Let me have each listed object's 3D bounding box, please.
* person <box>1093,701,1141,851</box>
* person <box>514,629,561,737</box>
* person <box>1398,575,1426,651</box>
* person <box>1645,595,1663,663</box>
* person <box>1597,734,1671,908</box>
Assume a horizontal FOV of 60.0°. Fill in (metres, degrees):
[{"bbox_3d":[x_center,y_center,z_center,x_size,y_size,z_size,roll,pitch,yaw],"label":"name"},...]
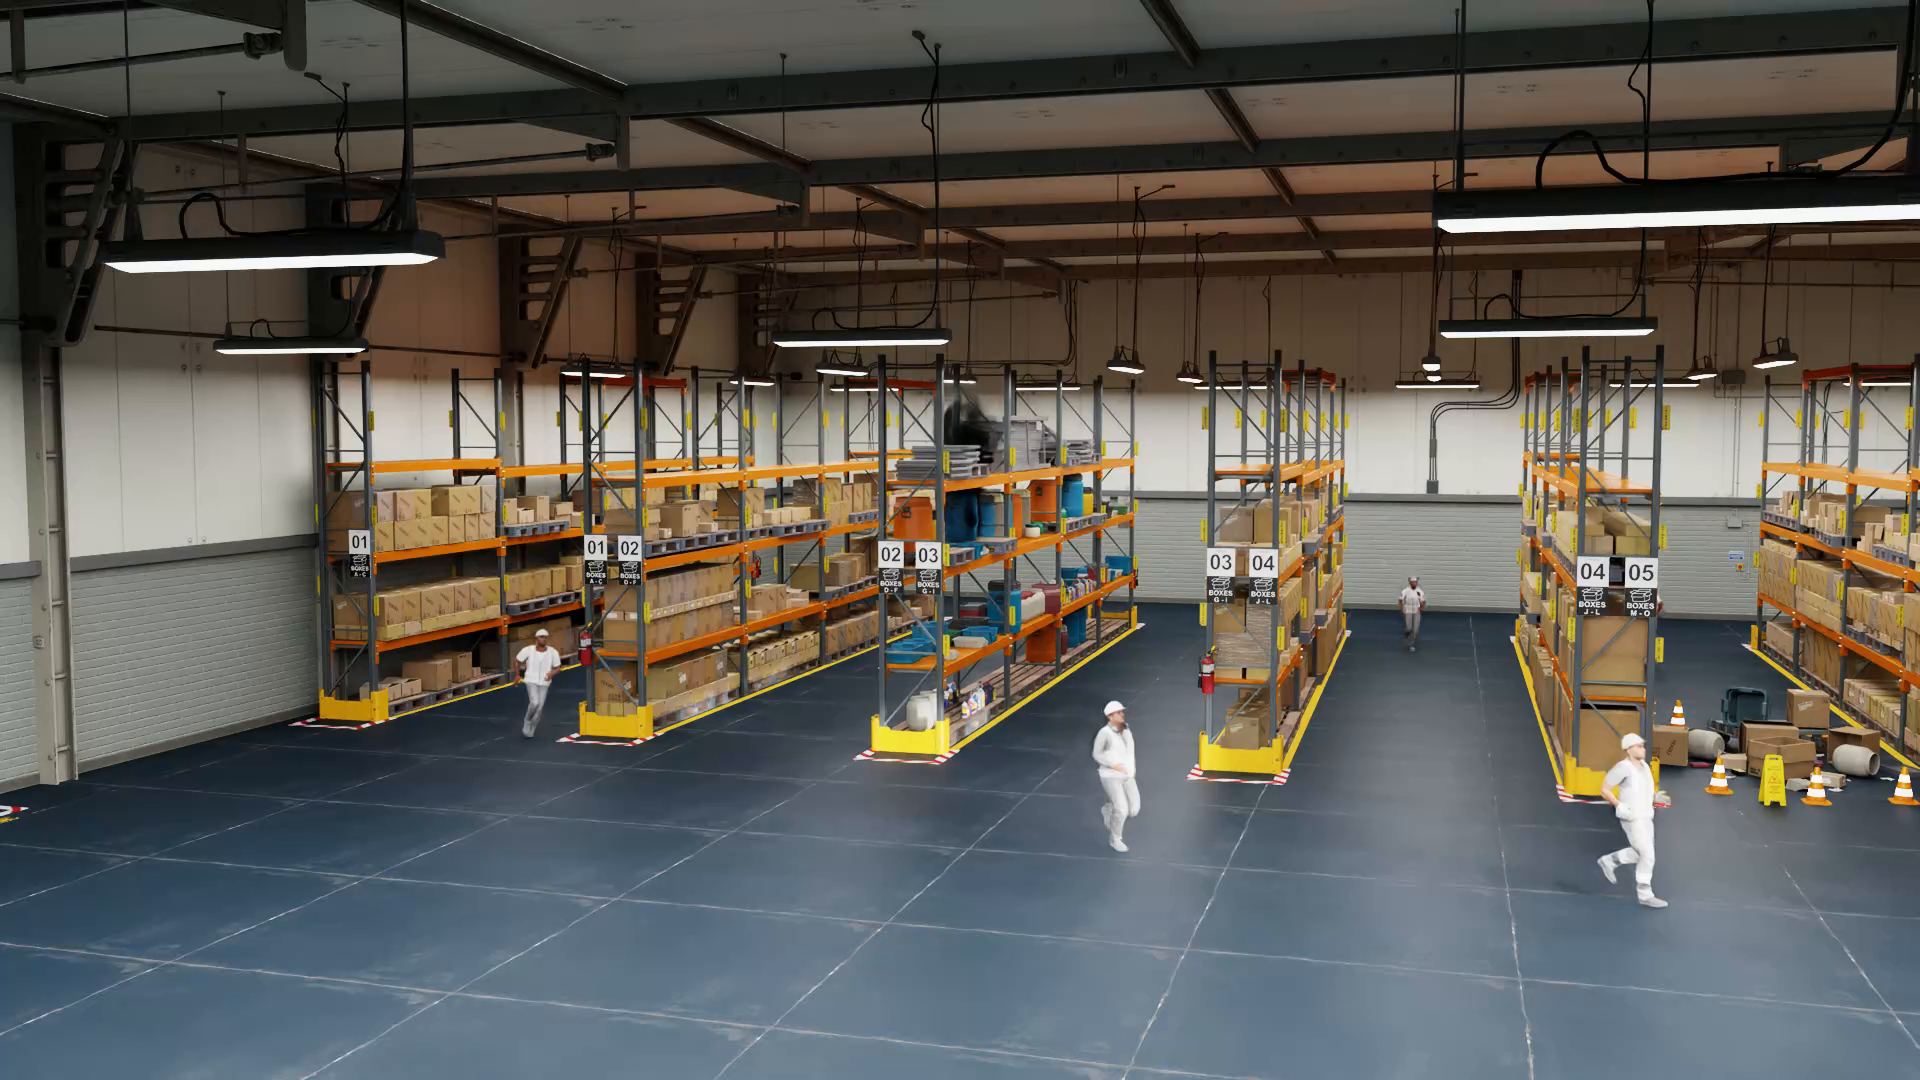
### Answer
[{"bbox_3d":[1.832,2.753,19.521,0.691,1.735,0.609,-4,6,-42],"label":"person"},{"bbox_3d":[-6.647,2.265,26.267,0.711,1.709,0.609,-2,5,-25],"label":"person"},{"bbox_3d":[9.859,1.596,36.232,0.578,1.661,0.555,1,4,9],"label":"person"},{"bbox_3d":[14.108,1.683,34.335,0.635,1.833,0.759,1,4,9],"label":"person"},{"bbox_3d":[6.996,2.889,17.313,0.668,1.758,0.849,-3,5,-36],"label":"person"}]
